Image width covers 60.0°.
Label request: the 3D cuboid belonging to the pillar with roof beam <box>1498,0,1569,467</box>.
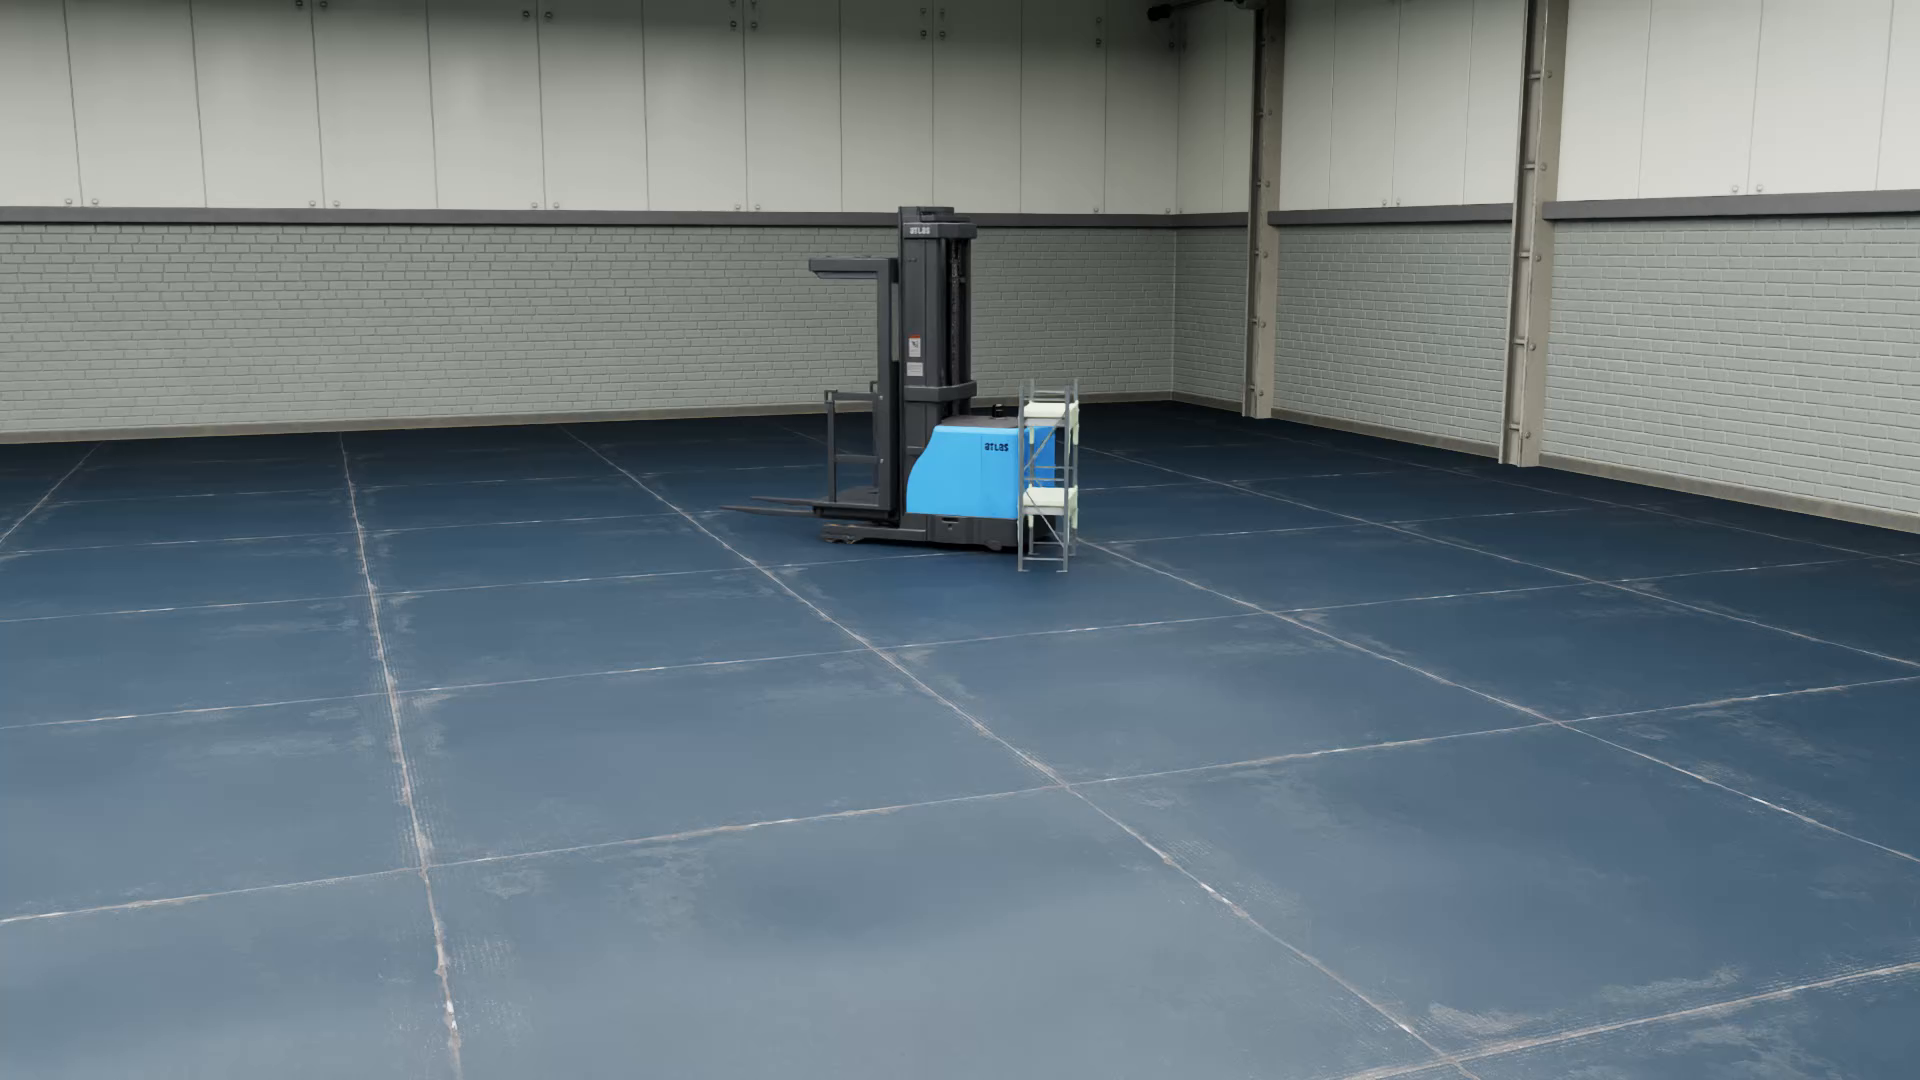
[{"bbox_3d":[2.731,-5.069,17.721,9.100,9.000,0.400,-4,11,-21],"label":"pillar with roof beam"}]

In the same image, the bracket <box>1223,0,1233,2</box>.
[{"bbox_3d":[4.087,-8.139,24.701,0.235,0.232,0.430,-4,11,-21],"label":"bracket"}]

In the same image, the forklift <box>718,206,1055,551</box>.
[{"bbox_3d":[-0.708,-1.490,14.927,3.031,2.935,1.130,4,11,20],"label":"forklift"}]

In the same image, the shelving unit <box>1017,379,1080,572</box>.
[{"bbox_3d":[0.732,-0.547,13.710,0.431,1.500,0.755,2,10,9],"label":"shelving unit"}]

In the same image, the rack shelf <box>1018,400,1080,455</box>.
[{"bbox_3d":[0.732,-0.931,13.642,0.431,0.370,0.720,2,10,9],"label":"rack shelf"}]

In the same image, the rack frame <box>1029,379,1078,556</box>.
[{"bbox_3d":[0.792,-0.610,14.066,0.400,1.500,0.023,2,10,9],"label":"rack frame"}]

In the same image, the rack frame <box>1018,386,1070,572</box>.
[{"bbox_3d":[0.673,-0.483,13.355,0.400,1.500,0.023,2,10,9],"label":"rack frame"}]

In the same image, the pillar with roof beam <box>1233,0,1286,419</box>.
[{"bbox_3d":[0.556,-6.048,23.227,9.100,9.000,0.548,-4,11,-21],"label":"pillar with roof beam"}]

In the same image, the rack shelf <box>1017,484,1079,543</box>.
[{"bbox_3d":[0.732,-0.226,13.767,0.431,0.370,0.720,2,10,9],"label":"rack shelf"}]

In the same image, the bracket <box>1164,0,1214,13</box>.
[{"bbox_3d":[3.443,-8.429,26.334,0.076,0.066,3.189,-4,11,-21],"label":"bracket"}]

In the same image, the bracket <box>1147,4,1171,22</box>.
[{"bbox_3d":[3.229,-8.526,26.876,0.235,0.232,0.430,-4,11,-21],"label":"bracket"}]
